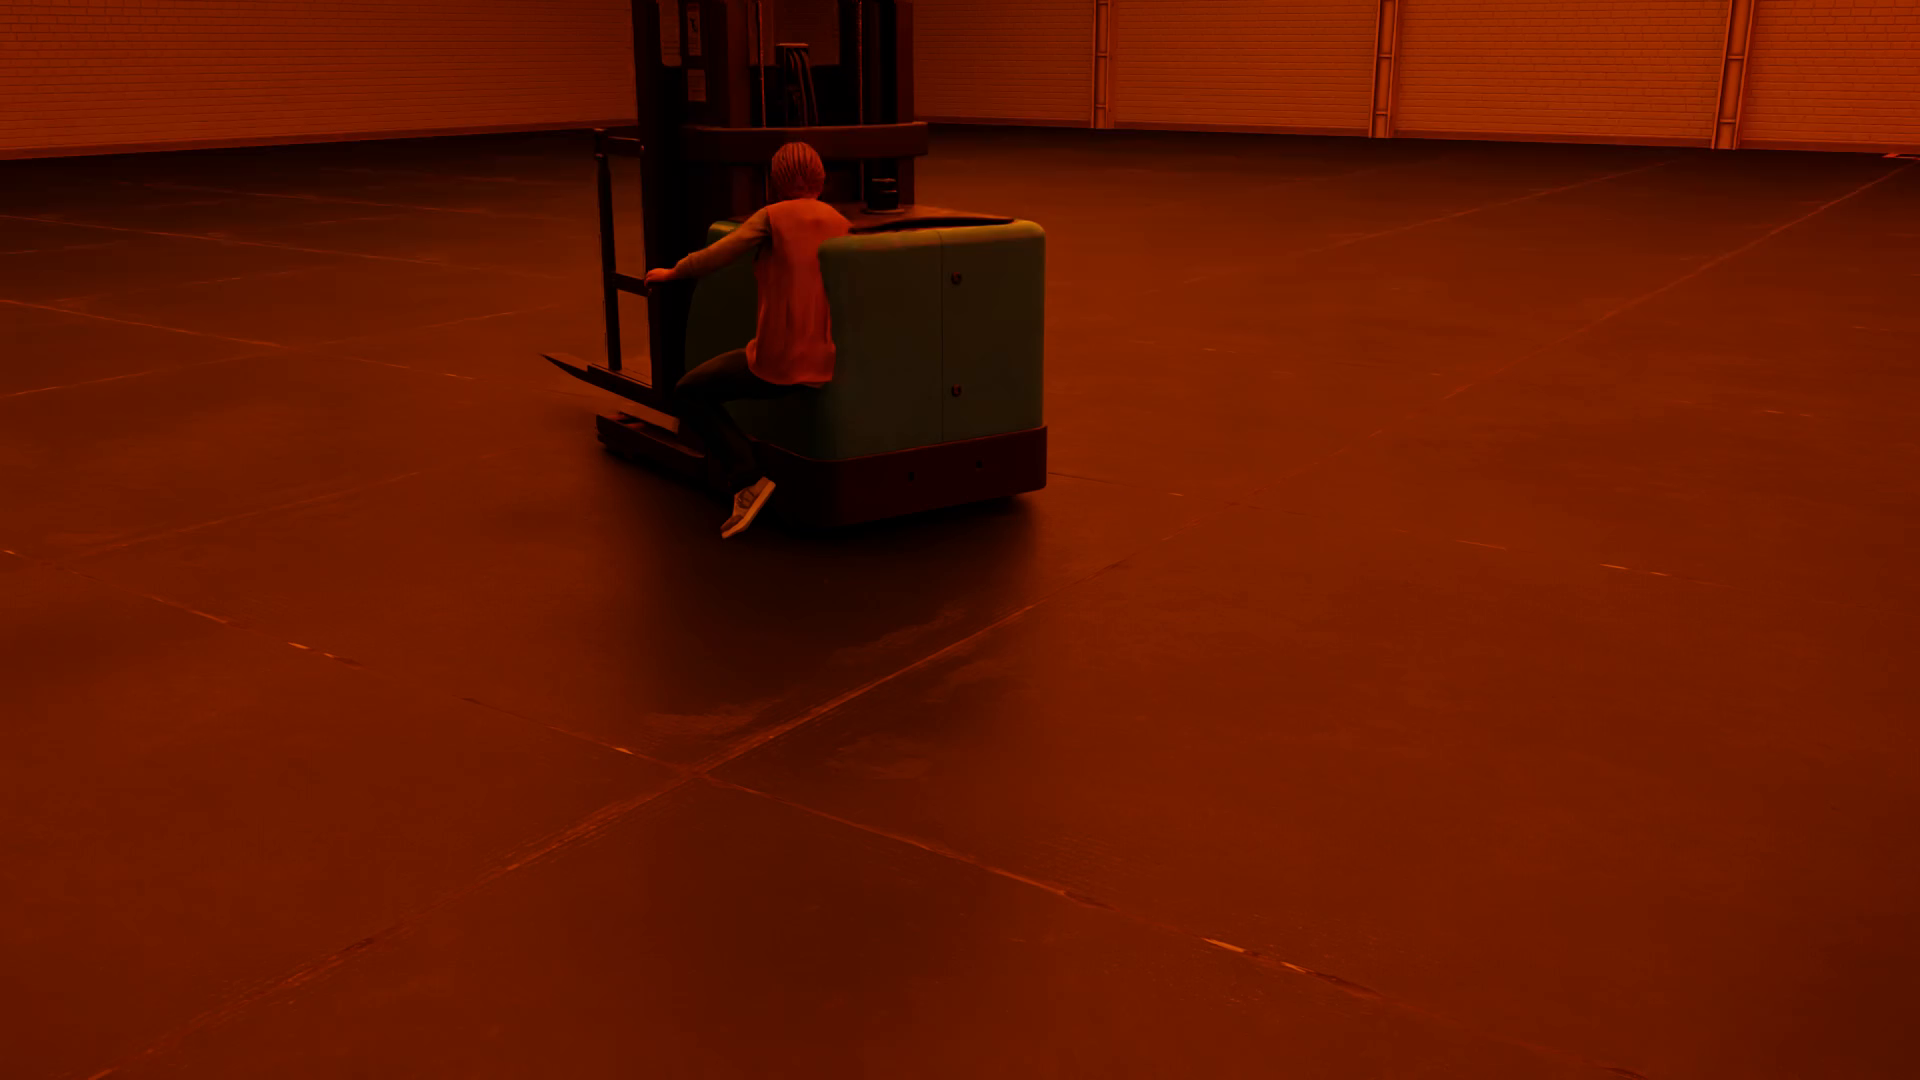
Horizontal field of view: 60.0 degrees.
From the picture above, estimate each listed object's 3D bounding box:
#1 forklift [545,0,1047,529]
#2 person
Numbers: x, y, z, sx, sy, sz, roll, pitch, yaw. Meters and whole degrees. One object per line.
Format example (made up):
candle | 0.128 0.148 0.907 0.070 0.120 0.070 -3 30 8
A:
forklift | -0.922 -1.810 6.885 1.130 2.935 3.031 -11 20 -33
person | -0.713 -0.967 5.826 0.706 0.802 0.658 -10 19 -30
